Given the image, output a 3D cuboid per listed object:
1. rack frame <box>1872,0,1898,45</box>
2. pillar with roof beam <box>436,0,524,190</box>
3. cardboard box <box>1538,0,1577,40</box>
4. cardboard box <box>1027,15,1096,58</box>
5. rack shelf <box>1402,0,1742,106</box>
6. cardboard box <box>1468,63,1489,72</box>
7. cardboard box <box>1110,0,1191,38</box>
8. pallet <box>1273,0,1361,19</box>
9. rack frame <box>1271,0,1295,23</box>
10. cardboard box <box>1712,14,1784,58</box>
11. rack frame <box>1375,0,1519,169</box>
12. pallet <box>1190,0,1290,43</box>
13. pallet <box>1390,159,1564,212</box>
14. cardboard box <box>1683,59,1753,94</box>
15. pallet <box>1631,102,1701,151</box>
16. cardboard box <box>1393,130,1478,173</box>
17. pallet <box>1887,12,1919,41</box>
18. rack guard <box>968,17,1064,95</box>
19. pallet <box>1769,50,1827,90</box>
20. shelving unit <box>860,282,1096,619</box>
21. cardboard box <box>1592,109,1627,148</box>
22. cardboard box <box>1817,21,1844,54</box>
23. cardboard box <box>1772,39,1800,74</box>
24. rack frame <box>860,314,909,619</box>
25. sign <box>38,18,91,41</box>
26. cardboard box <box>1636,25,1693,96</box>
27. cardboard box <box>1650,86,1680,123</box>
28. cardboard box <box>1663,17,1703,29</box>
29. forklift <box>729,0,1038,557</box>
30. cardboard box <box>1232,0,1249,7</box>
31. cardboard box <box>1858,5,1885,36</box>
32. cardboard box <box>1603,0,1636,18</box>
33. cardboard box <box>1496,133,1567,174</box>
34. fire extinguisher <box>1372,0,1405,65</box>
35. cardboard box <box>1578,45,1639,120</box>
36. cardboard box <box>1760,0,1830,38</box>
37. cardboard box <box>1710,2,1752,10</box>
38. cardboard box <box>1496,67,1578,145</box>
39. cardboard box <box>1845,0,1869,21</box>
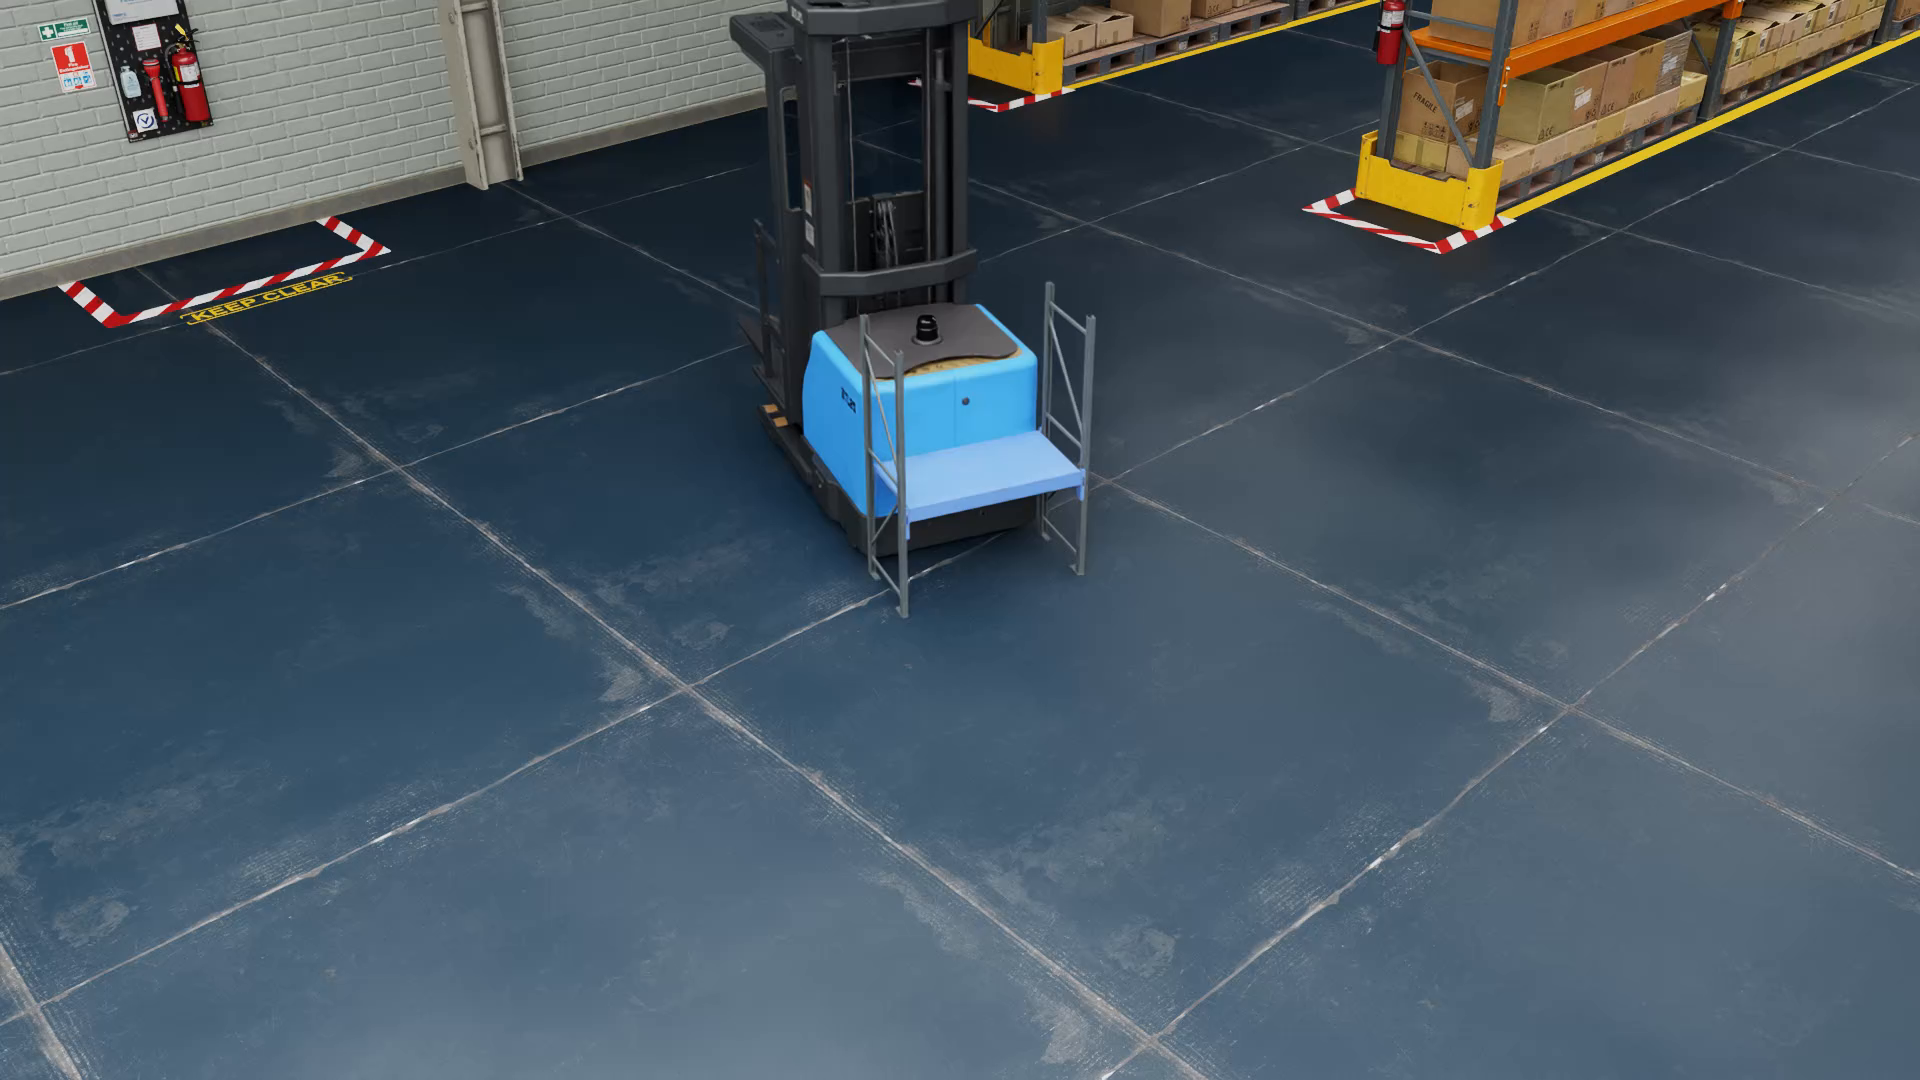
[{"bbox_3d":[9.705,-6.870,17.609,0.127,3.000,1.000,-26,40,-35],"label":"rack frame"},{"bbox_3d":[-1.079,-5.289,9.274,0.400,9.000,9.100,-26,40,-35],"label":"pillar with roof beam"},{"bbox_3d":[4.572,-4.423,13.513,0.500,0.500,0.700,-25,39,-34],"label":"cardboard box"},{"bbox_3d":[1.037,-5.177,16.997,0.500,0.311,0.500,24,39,34],"label":"cardboard box"},{"bbox_3d":[5.305,-4.434,14.316,4.000,0.370,1.077,-26,40,-35],"label":"rack shelf"},{"bbox_3d":[4.753,-4.022,14.467,0.500,0.500,0.500,-26,40,-35],"label":"cardboard box"},{"bbox_3d":[2.027,-5.701,17.673,0.700,0.500,0.500,26,40,36],"label":"cardboard box"},{"bbox_3d":[3.971,-6.432,19.566,1.213,0.211,1.003,-26,40,-35],"label":"pallet"},{"bbox_3d":[3.401,-7.344,18.386,0.127,3.000,1.000,-26,40,-35],"label":"rack frame"},{"bbox_3d":[7.615,-4.923,16.121,0.500,0.311,0.500,-26,40,-36],"label":"cardboard box"},{"bbox_3d":[3.839,-4.032,12.968,0.127,3.000,1.000,-26,40,-35],"label":"rack frame"},{"bbox_3d":[2.933,-5.903,18.701,1.213,0.211,1.003,-26,40,-35],"label":"pallet"},{"bbox_3d":[4.371,-3.130,14.166,1.213,0.211,1.003,-26,40,-35],"label":"pallet"},{"bbox_3d":[7.236,-4.505,15.975,0.500,0.250,0.500,-27,40,-37],"label":"cardboard box"},{"bbox_3d":[6.160,-3.995,15.581,1.213,0.211,1.003,-26,40,-35],"label":"pallet"},{"bbox_3d":[4.031,-3.341,14.072,0.500,0.250,0.500,-26,40,-35],"label":"cardboard box"},{"bbox_3d":[10.278,-5.930,18.746,1.213,0.211,1.003,-26,40,-35],"label":"pallet"},{"bbox_3d":[0.524,-4.886,16.761,0.348,0.500,1.175,-26,40,-35],"label":"rack guard"},{"bbox_3d":[8.181,-4.972,17.179,1.213,0.211,1.003,-26,40,-35],"label":"pallet"},{"bbox_3d":[0.086,-0.460,8.564,1.048,1.500,0.538,-13,34,-20],"label":"shelving unit"},{"bbox_3d":[5.484,-3.675,14.617,0.500,0.250,0.500,-26,40,-35],"label":"cardboard box"},{"bbox_3d":[8.739,-5.234,17.168,0.500,0.250,0.500,-25,39,-34],"label":"cardboard box"},{"bbox_3d":[7.990,-4.871,16.573,0.500,0.250,0.500,-27,41,-37],"label":"cardboard box"},{"bbox_3d":[-0.380,-0.354,8.391,0.032,1.500,0.500,-13,34,-20],"label":"rack frame"},{"bbox_3d":[-6.311,-3.598,11.716,0.331,0.109,0.001,-26,40,-35],"label":"sign"},{"bbox_3d":[6.206,-4.356,15.012,0.500,0.500,0.500,-26,40,-35],"label":"cardboard box"},{"bbox_3d":[6.207,-4.035,15.207,0.500,0.250,0.500,-26,40,-35],"label":"cardboard box"},{"bbox_3d":[6.874,-4.949,16.164,0.500,0.311,0.500,-26,40,-35],"label":"cardboard box"},{"bbox_3d":[-0.612,-1.916,9.574,1.130,2.935,3.031,-12,34,-19],"label":"forklift"},{"bbox_3d":[3.029,-6.122,18.681,0.380,0.166,0.250,23,38,33],"label":"cardboard box"},{"bbox_3d":[9.485,-5.596,17.759,0.500,0.250,0.500,-25,39,-34],"label":"cardboard box"},{"bbox_3d":[5.323,-4.786,14.105,0.500,0.500,0.700,-24,39,-34],"label":"cardboard box"},{"bbox_3d":[4.748,-3.322,14.040,0.500,0.250,0.500,-26,40,-35],"label":"cardboard box"},{"bbox_3d":[3.436,-4.135,13.211,0.183,0.674,0.296,-26,40,-35],"label":"fire extinguisher"},{"bbox_3d":[5.485,-3.994,14.421,0.500,0.500,0.500,-26,40,-35],"label":"cardboard box"},{"bbox_3d":[8.371,-5.293,16.727,0.500,0.311,0.500,-25,39,-34],"label":"cardboard box"},{"bbox_3d":[7.619,-5.313,16.758,0.500,0.311,0.500,-26,40,-36],"label":"cardboard box"},{"bbox_3d":[4.749,-3.641,13.844,0.500,0.500,0.500,-26,40,-35],"label":"cardboard box"},{"bbox_3d":[9.112,-5.648,17.307,0.500,0.311,0.500,-27,40,-36],"label":"cardboard box"}]
